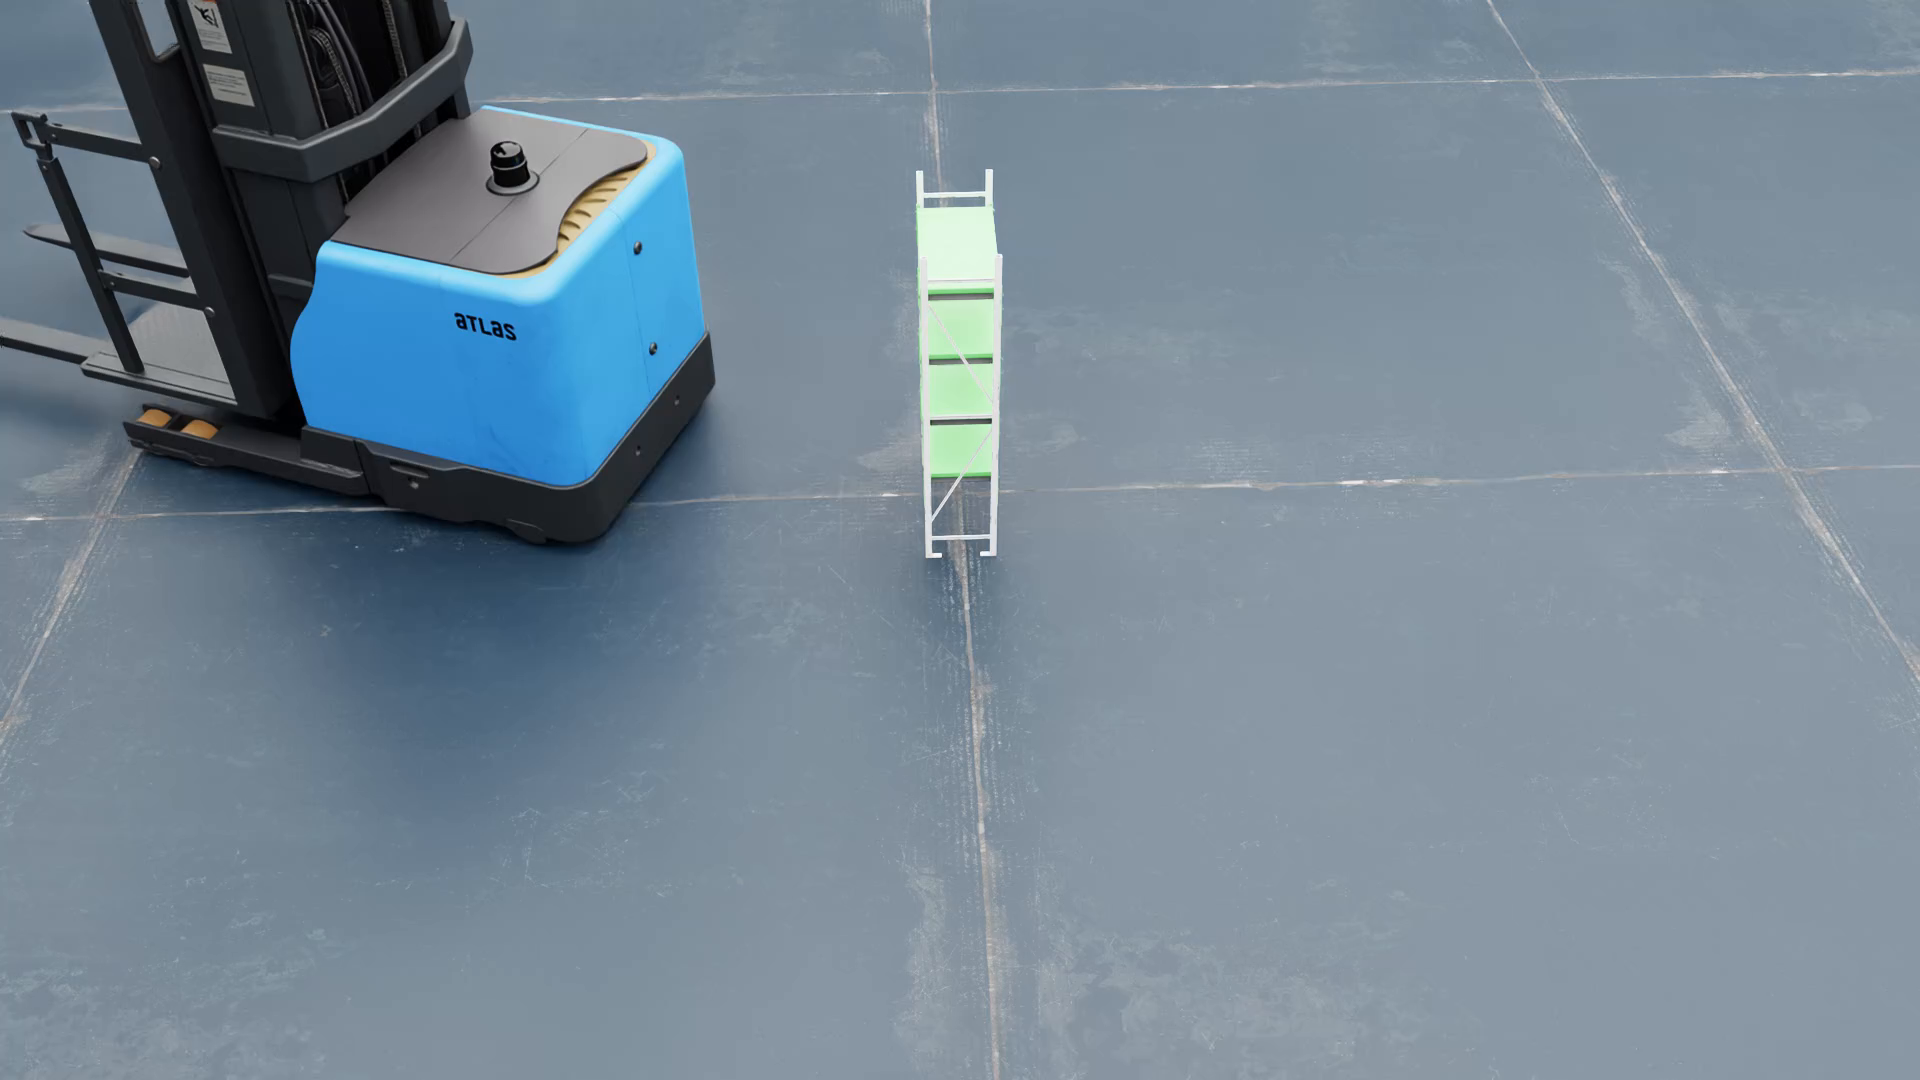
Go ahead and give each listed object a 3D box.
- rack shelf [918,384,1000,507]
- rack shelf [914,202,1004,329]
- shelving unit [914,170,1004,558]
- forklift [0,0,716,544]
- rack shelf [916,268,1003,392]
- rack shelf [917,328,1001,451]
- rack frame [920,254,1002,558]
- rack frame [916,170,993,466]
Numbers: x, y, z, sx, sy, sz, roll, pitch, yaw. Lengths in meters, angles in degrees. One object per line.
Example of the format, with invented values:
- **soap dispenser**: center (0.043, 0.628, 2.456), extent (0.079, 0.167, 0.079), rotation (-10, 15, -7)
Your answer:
- **rack shelf**: center (-0.007, -0.330, 5.672), extent (0.258, 0.148, 0.480), rotation (-2, 43, -2)
- **rack shelf**: center (-0.007, -0.861, 5.185), extent (0.258, 0.148, 0.480), rotation (-2, 43, -2)
- **shelving unit**: center (-0.007, -0.554, 5.466), extent (0.258, 1.200, 0.503), rotation (-2, 43, -2)
- **forklift**: center (-2.499, -1.670, 5.403), extent (3.031, 2.935, 1.130), rotation (13, 44, 14)
- **rack shelf**: center (-0.007, -0.684, 5.347), extent (0.258, 0.148, 0.480), rotation (-2, 43, -2)
- **rack shelf**: center (-0.007, -0.507, 5.510), extent (0.258, 0.148, 0.480), rotation (-2, 43, -2)
- **rack frame**: center (0.003, -0.389, 5.287), extent (0.240, 1.200, 0.015), rotation (-2, 43, -2)
- **rack frame**: center (-0.017, -0.719, 5.646), extent (0.240, 1.200, 0.015), rotation (-2, 43, -2)
